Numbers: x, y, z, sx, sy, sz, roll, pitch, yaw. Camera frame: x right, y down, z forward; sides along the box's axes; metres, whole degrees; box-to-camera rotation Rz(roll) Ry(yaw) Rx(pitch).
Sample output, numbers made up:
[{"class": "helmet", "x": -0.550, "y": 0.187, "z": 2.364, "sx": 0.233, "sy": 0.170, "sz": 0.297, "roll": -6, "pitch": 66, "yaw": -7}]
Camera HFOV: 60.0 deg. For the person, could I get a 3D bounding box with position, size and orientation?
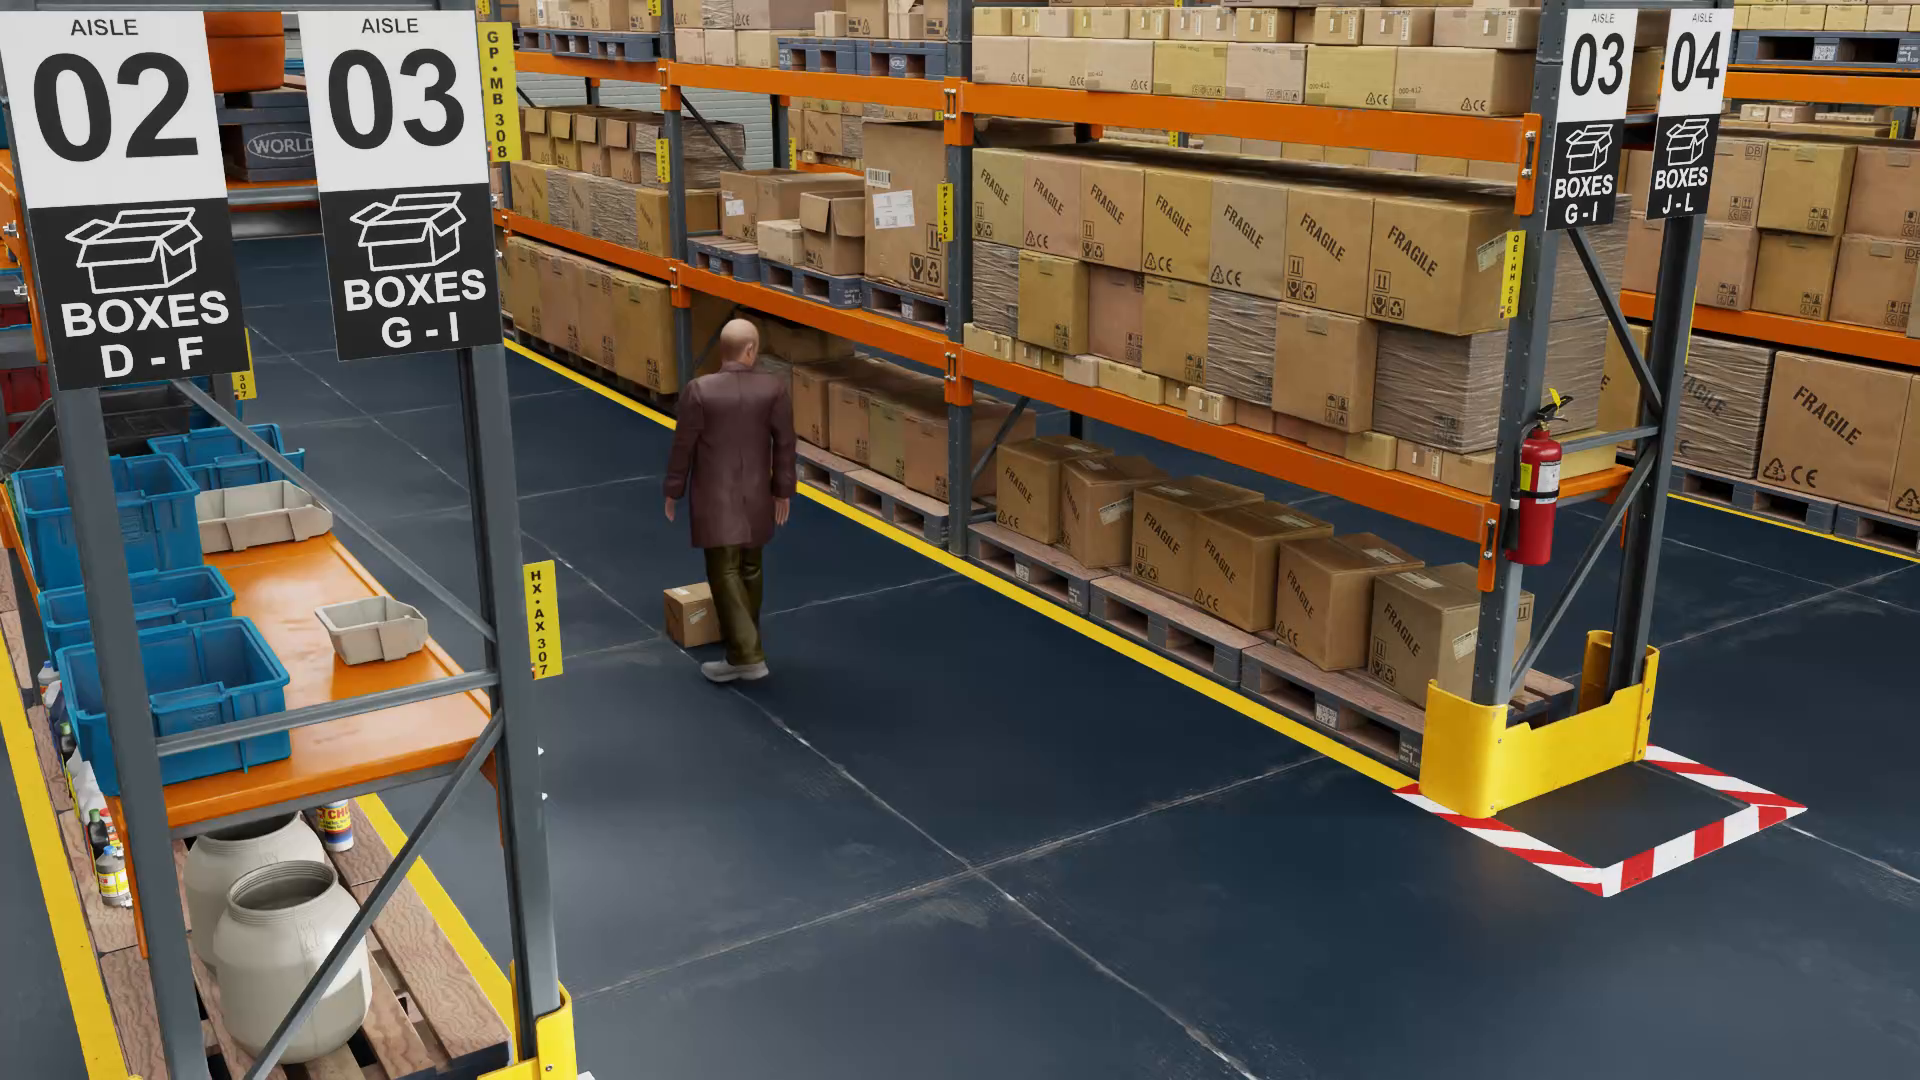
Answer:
[{"class": "person", "x": -1.150, "y": -0.217, "z": 8.225, "sx": 0.623, "sy": 1.767, "sz": 0.816, "roll": -11, "pitch": 21, "yaw": -31}]
